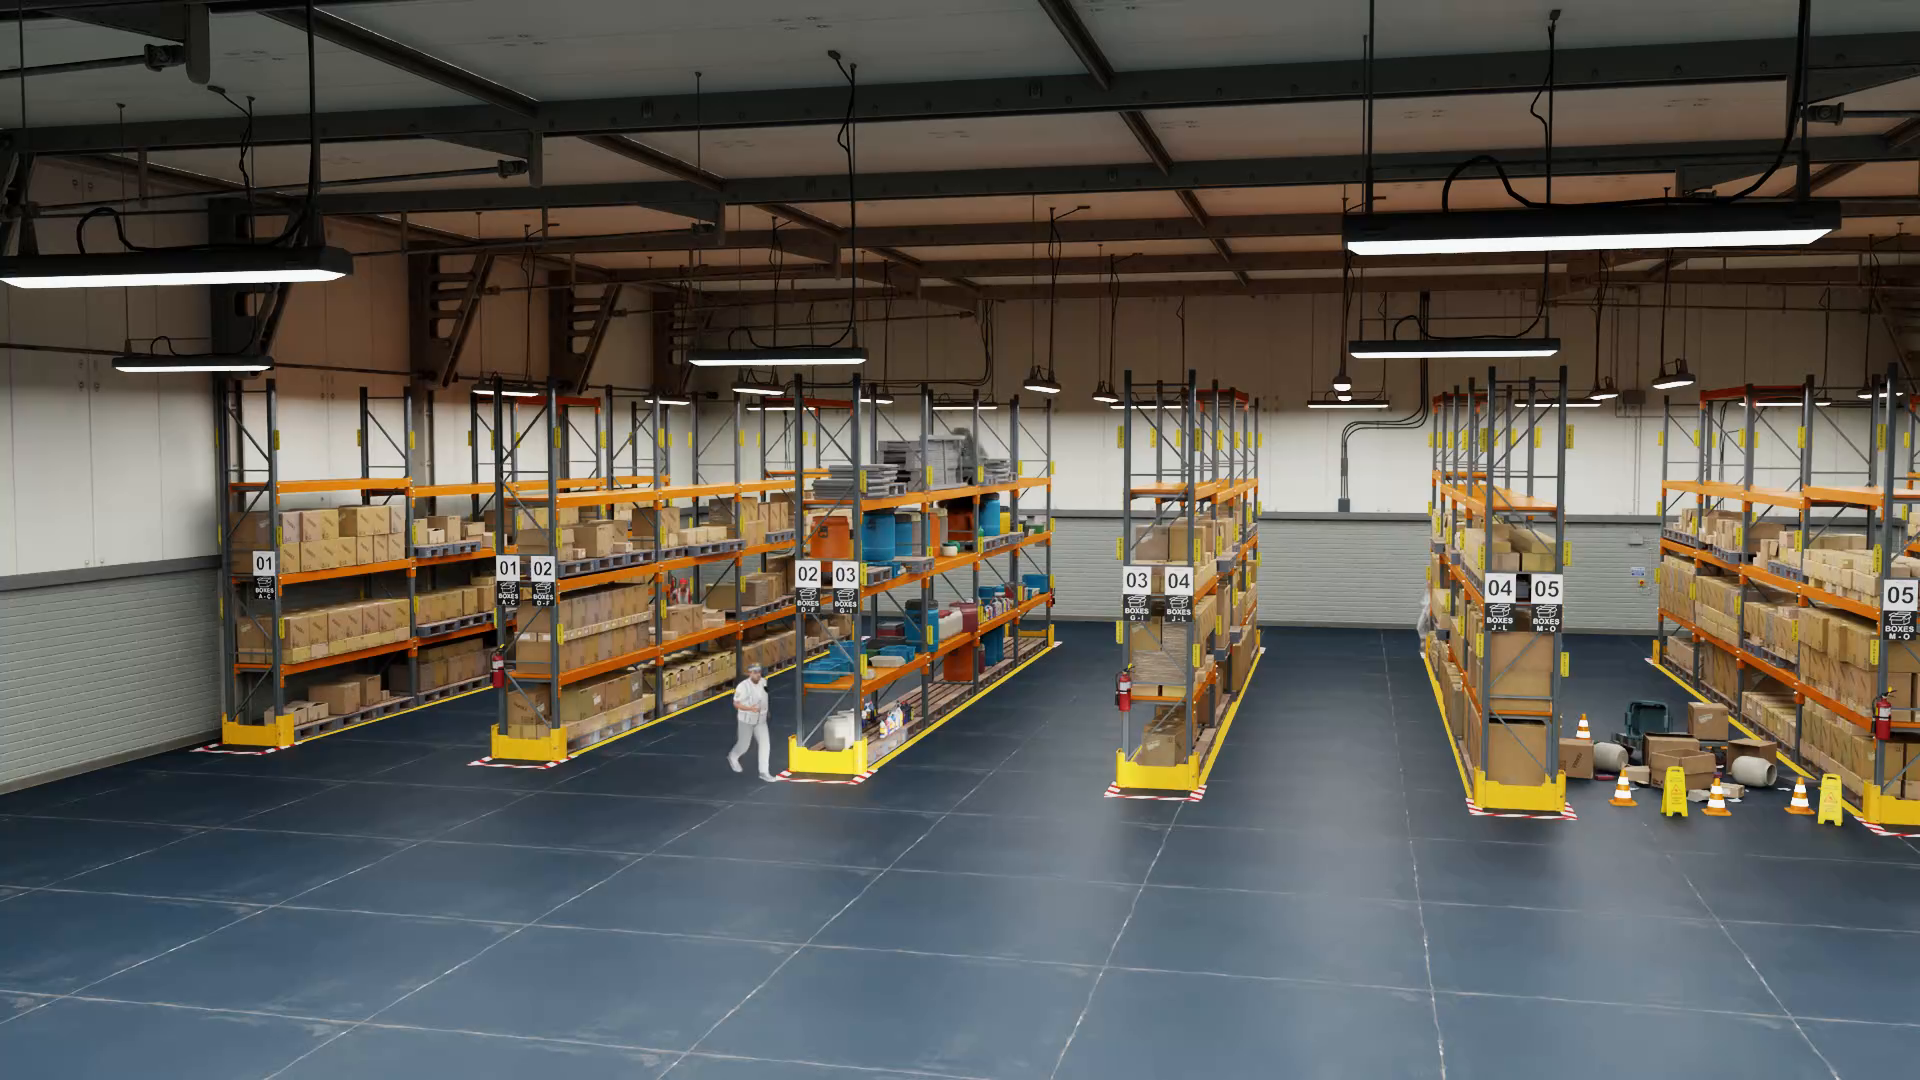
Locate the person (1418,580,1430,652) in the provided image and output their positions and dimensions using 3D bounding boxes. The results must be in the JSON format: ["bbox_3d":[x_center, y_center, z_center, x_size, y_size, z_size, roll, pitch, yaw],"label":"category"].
[{"bbox_3d":[11.201,1.786,39.182,0.621,1.842,0.619,-1,4,-15],"label":"person"}]

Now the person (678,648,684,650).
[{"bbox_3d":[-6.651,2.385,39.885,0.197,0.463,0.560,0,3,-4],"label":"person"}]

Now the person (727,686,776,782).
[{"bbox_3d":[-3.075,2.830,24.525,0.442,1.375,1.022,-2,4,-36],"label":"person"}]
